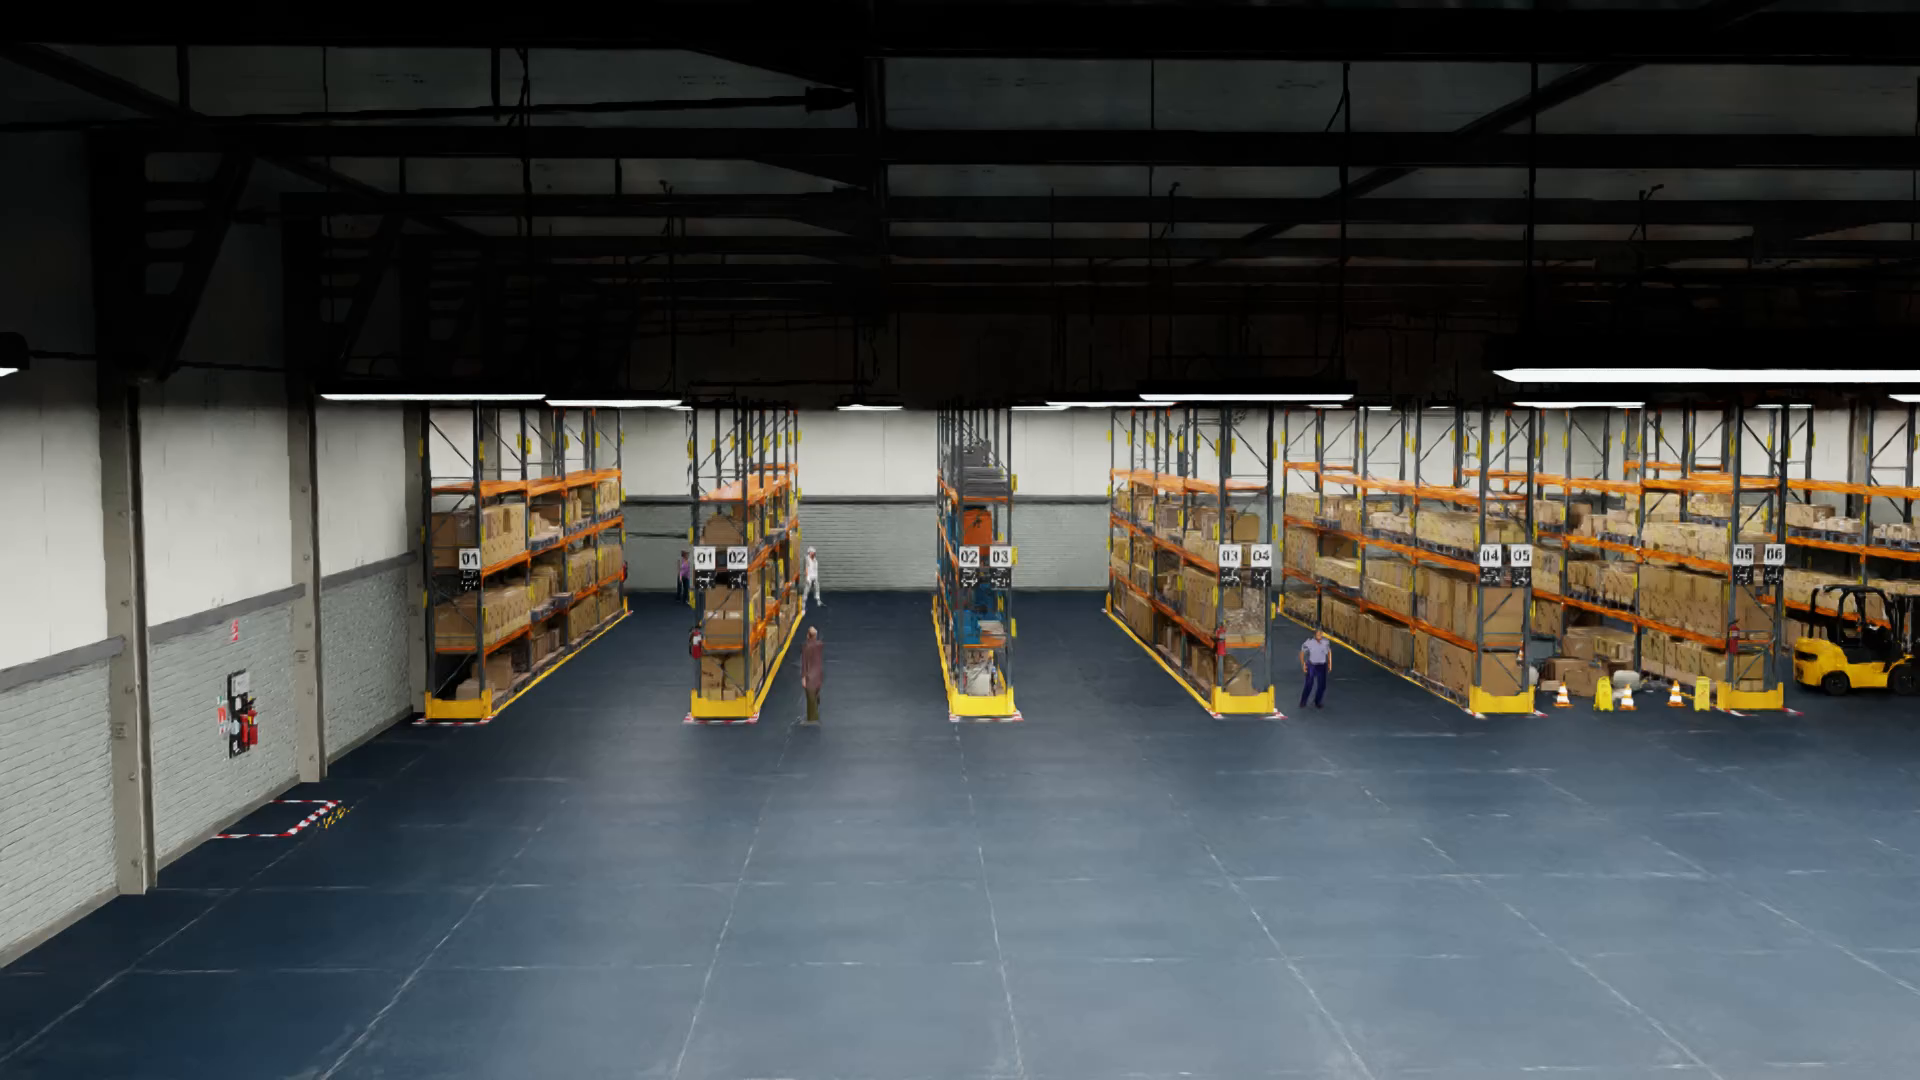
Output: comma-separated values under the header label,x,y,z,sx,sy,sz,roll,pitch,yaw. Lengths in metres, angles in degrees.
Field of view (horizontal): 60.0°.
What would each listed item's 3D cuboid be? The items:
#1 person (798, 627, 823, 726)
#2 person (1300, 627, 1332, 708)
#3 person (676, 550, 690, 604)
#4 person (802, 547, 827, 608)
label,x,y,z,sx,sy,sz,roll,pitch,yaw
person,-2.754,2.472,30.389,0.551,1.782,0.636,2,5,28
person,6.863,2.454,32.108,0.621,1.595,0.513,0,4,-6
person,-8.258,1.104,49.600,0.492,1.601,0.458,4,6,39
person,-4.294,1.078,48.437,0.567,1.781,0.722,3,5,32
